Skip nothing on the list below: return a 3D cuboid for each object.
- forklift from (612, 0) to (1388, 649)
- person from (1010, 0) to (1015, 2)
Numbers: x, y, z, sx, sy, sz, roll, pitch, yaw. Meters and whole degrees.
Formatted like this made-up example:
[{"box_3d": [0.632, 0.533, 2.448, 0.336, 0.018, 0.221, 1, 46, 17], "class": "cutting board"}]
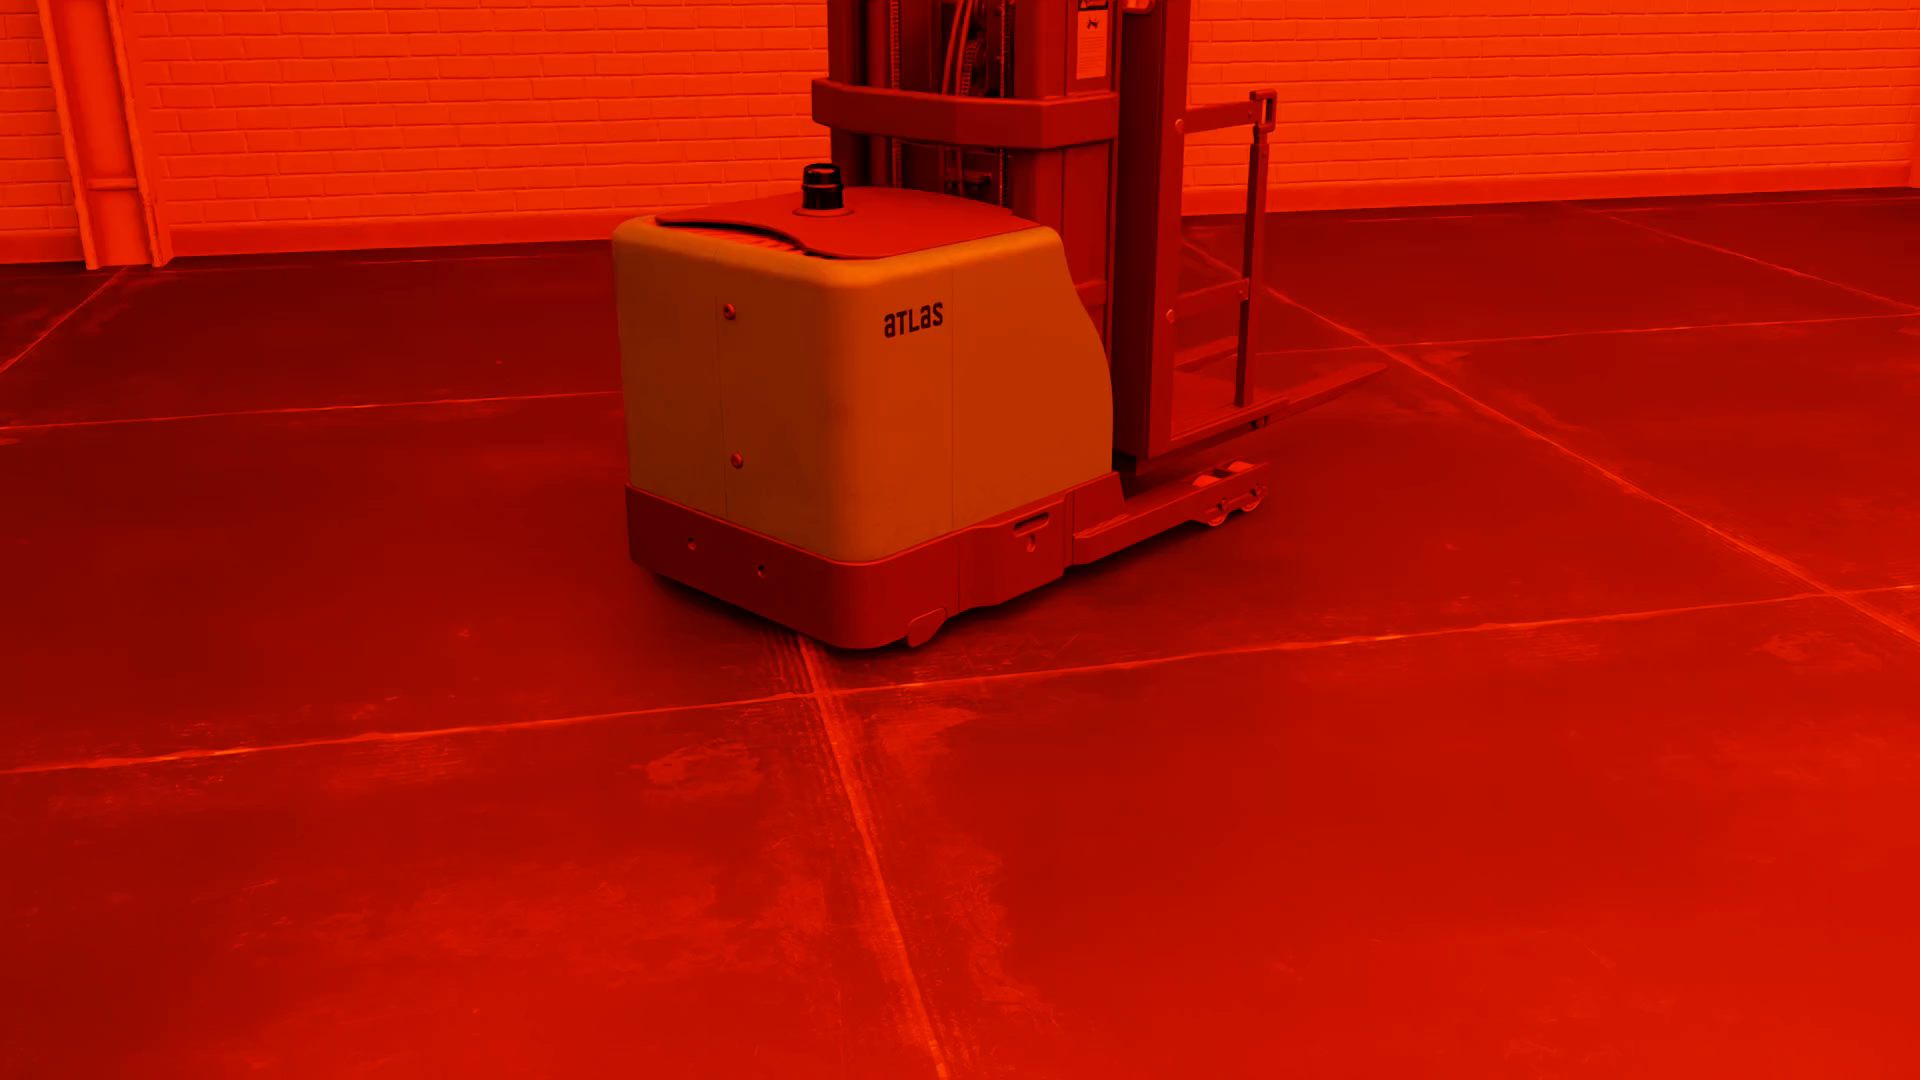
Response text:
[{"box_3d": [0.386, -1.523, 5.178, 1.130, 2.935, 3.031, 18, 28, 40], "class": "forklift"}, {"box_3d": [0.431, -1.997, 8.189, 0.644, 1.737, 0.829, -2, 21, -6], "class": "person"}]
